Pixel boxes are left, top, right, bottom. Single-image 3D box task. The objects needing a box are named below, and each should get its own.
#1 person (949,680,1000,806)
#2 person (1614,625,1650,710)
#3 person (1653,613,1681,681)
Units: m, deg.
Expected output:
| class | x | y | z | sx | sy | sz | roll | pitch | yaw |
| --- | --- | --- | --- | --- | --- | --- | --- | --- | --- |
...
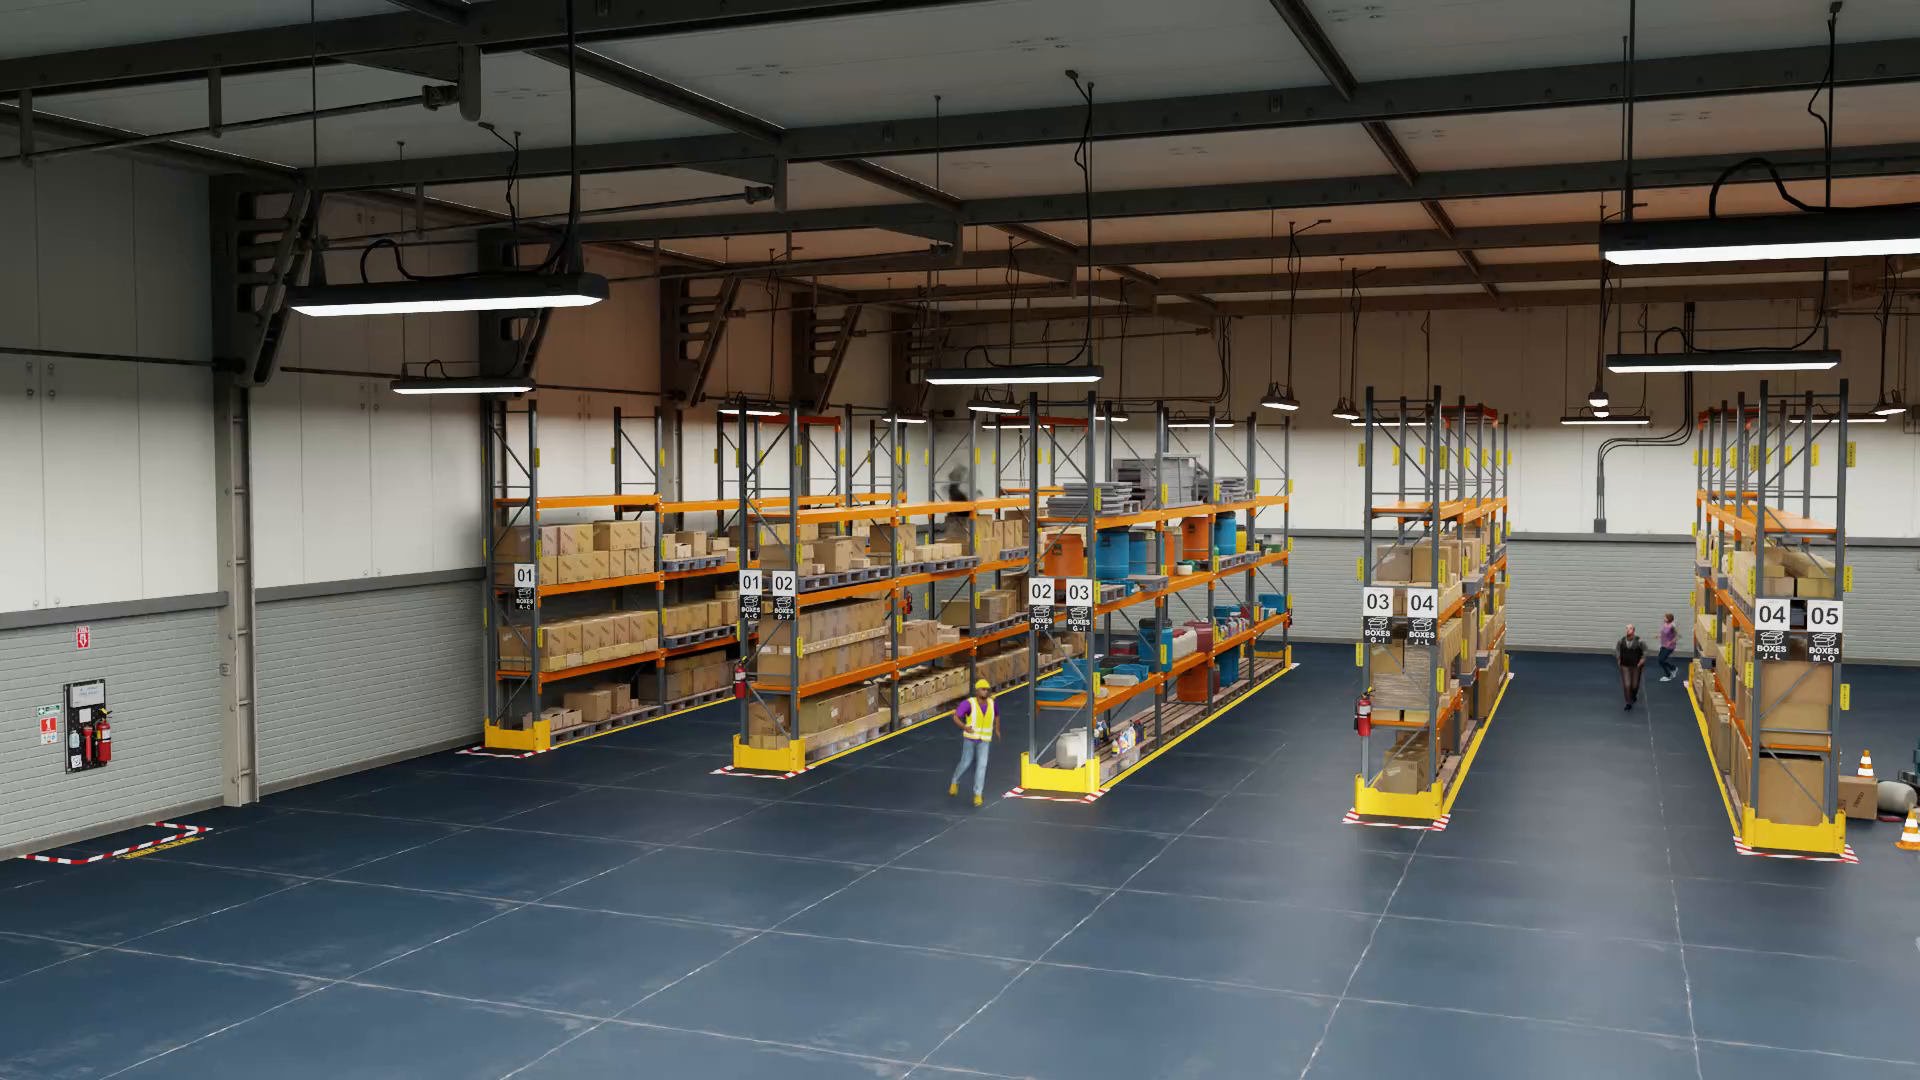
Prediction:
| class | x | y | z | sx | sy | sz | roll | pitch | yaw |
| --- | --- | --- | --- | --- | --- | --- | --- | --- | --- |
| person | 0.276 | 2.918 | 24.263 | 0.758 | 1.750 | 0.958 | -1 | 3 | -16 |
| person | 13.399 | 2.531 | 33.194 | 0.660 | 1.696 | 0.578 | 2 | 3 | 30 |
| person | 15.843 | 2.403 | 37.240 | 0.570 | 1.546 | 0.557 | 0 | 3 | -7 |
